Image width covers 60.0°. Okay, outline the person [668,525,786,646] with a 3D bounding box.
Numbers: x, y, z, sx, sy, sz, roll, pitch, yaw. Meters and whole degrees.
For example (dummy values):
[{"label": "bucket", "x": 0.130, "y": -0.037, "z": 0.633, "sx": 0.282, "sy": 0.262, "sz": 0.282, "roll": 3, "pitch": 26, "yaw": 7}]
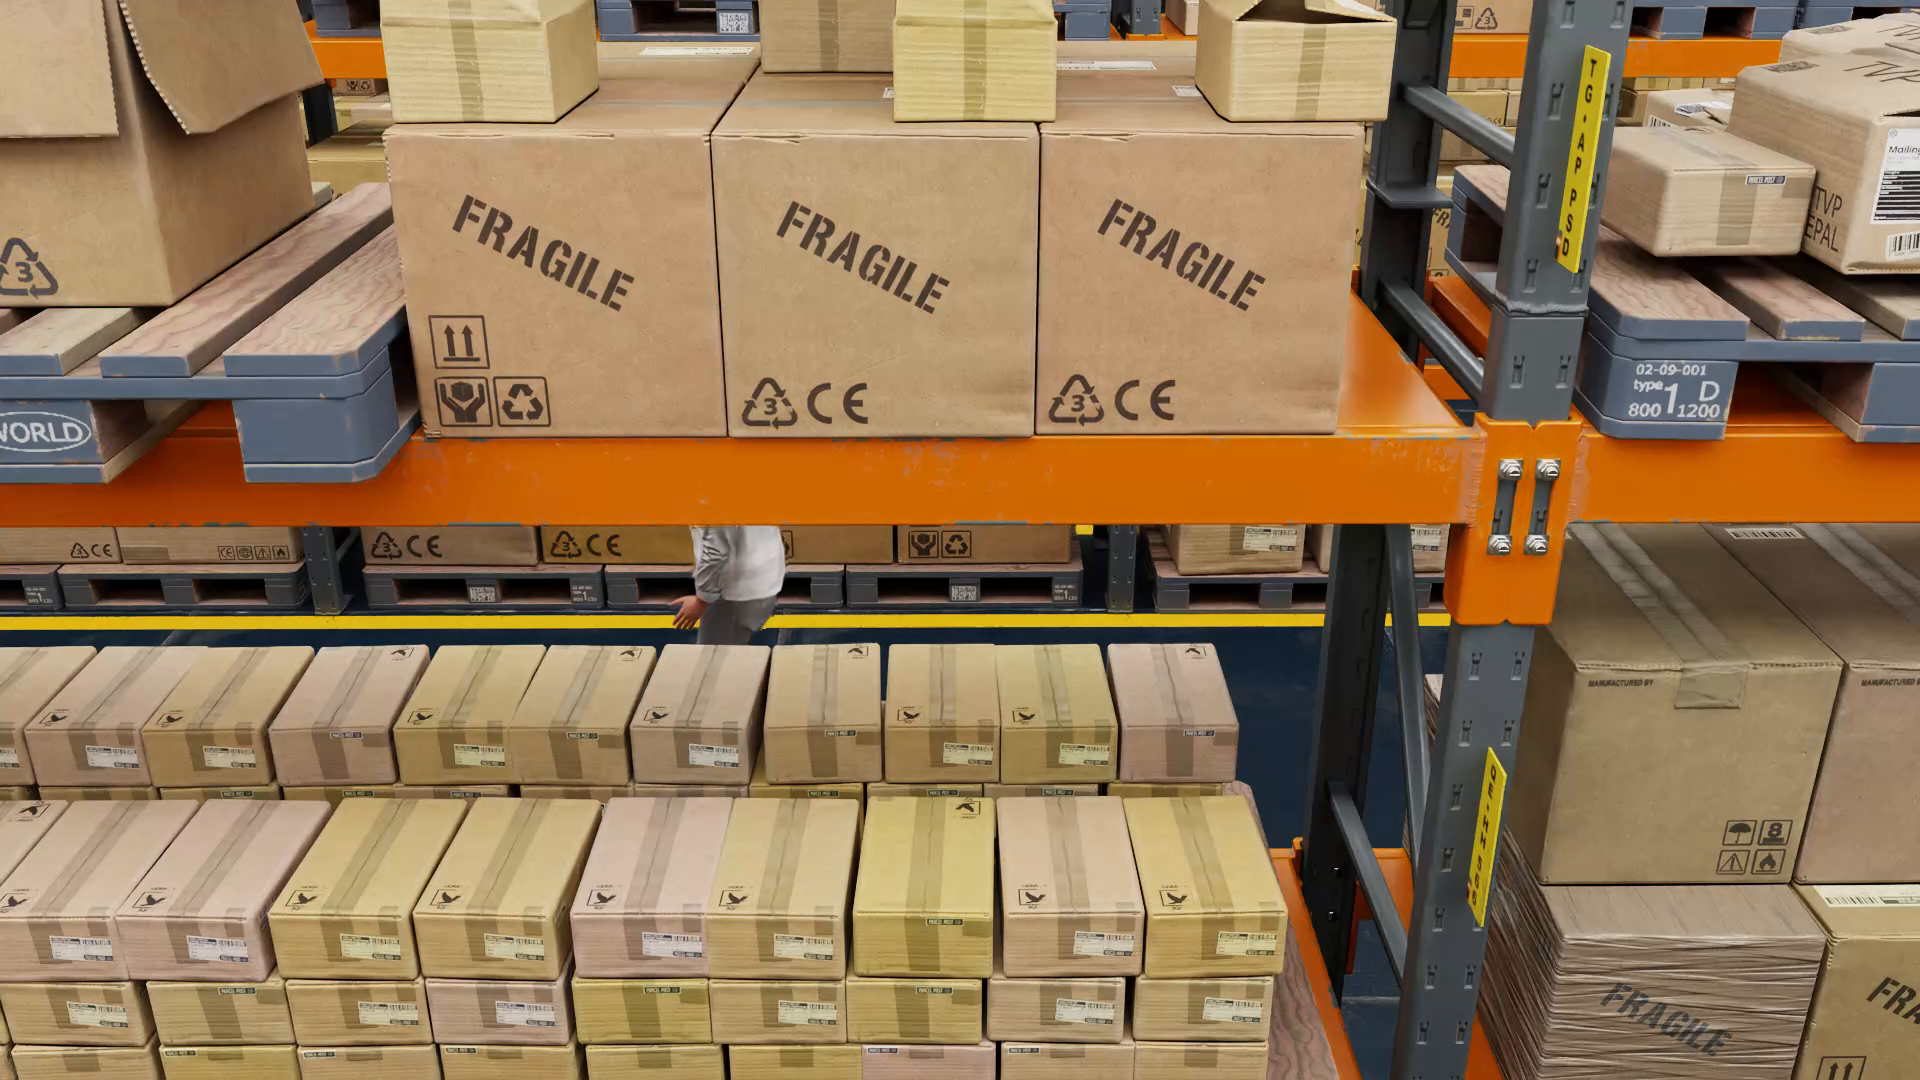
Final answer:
[{"label": "person", "x": -0.953, "y": 0.176, "z": 6.752, "sx": 0.476, "sy": 1.719, "sz": 0.560, "roll": 0, "pitch": 24, "yaw": 1}]
